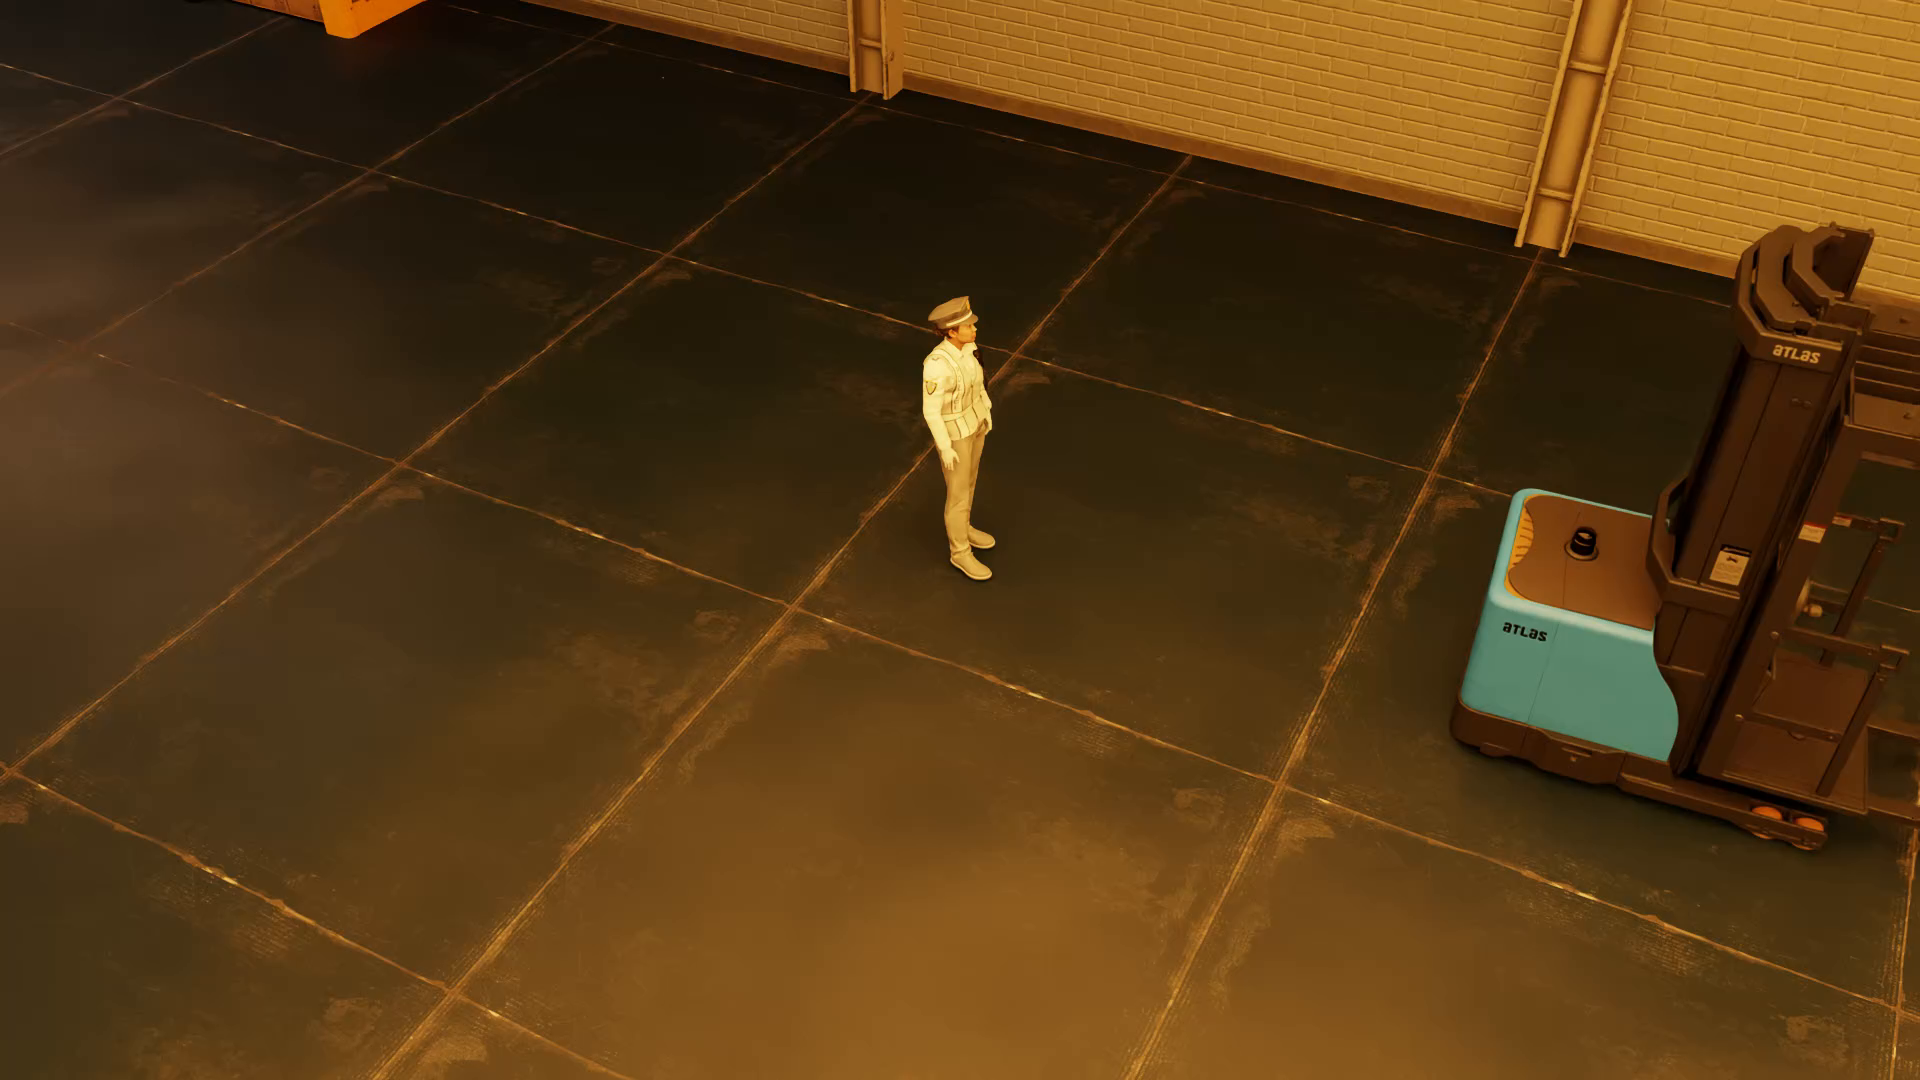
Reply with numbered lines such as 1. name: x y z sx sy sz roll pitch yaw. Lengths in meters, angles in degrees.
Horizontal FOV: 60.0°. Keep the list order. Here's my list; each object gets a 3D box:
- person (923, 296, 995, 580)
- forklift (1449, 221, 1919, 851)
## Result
1. person: 0.058 -0.629 9.682 0.530 1.694 0.586 18 43 21
2. forklift: 4.200 0.052 7.924 3.031 2.935 1.130 15 42 17
